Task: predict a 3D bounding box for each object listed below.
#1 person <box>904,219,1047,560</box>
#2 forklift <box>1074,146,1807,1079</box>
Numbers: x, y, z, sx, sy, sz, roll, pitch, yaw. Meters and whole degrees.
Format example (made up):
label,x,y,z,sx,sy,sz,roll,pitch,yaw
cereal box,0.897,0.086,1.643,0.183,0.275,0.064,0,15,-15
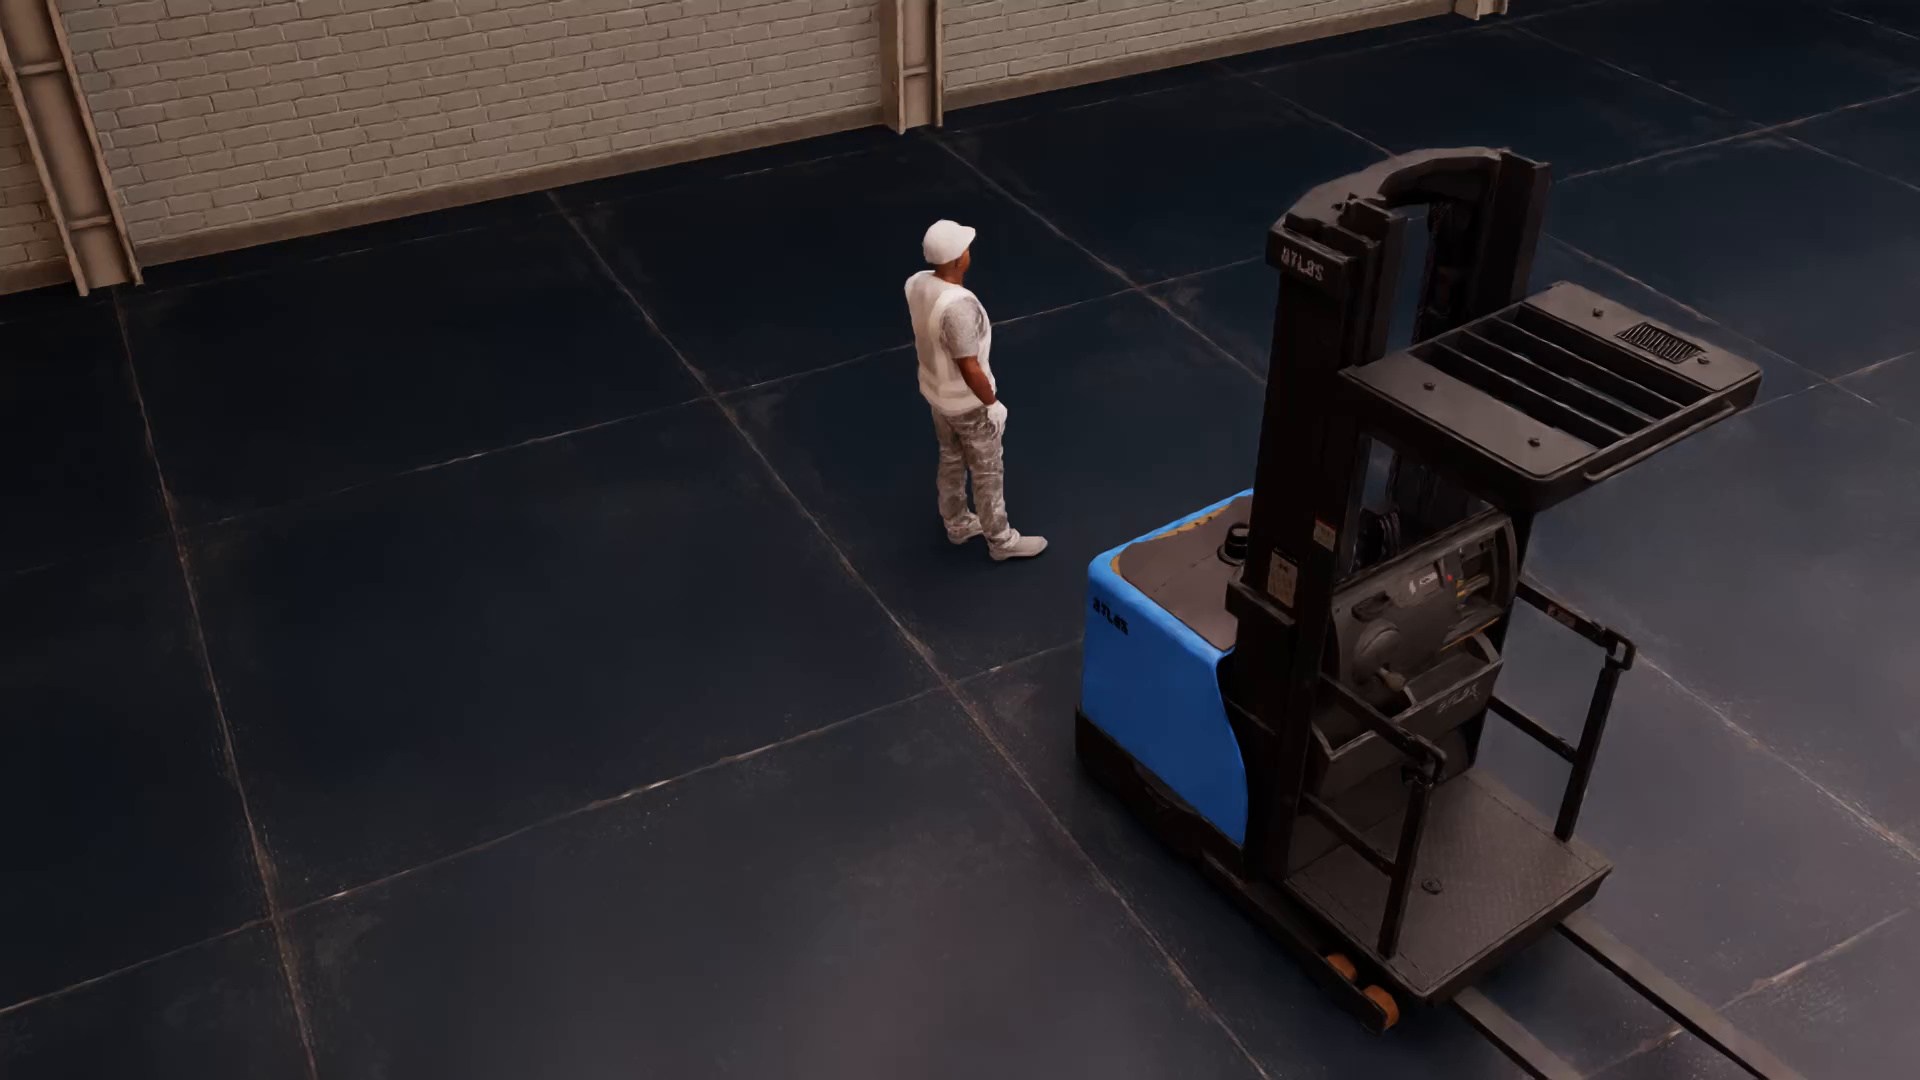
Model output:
label,x,y,z,sx,sy,sz,roll,pitch,yaw
person,0.067,-0.749,8.166,0.576,1.782,0.655,-17,39,-23
forklift,1.768,0.285,5.720,1.130,2.935,3.031,-23,41,-28
